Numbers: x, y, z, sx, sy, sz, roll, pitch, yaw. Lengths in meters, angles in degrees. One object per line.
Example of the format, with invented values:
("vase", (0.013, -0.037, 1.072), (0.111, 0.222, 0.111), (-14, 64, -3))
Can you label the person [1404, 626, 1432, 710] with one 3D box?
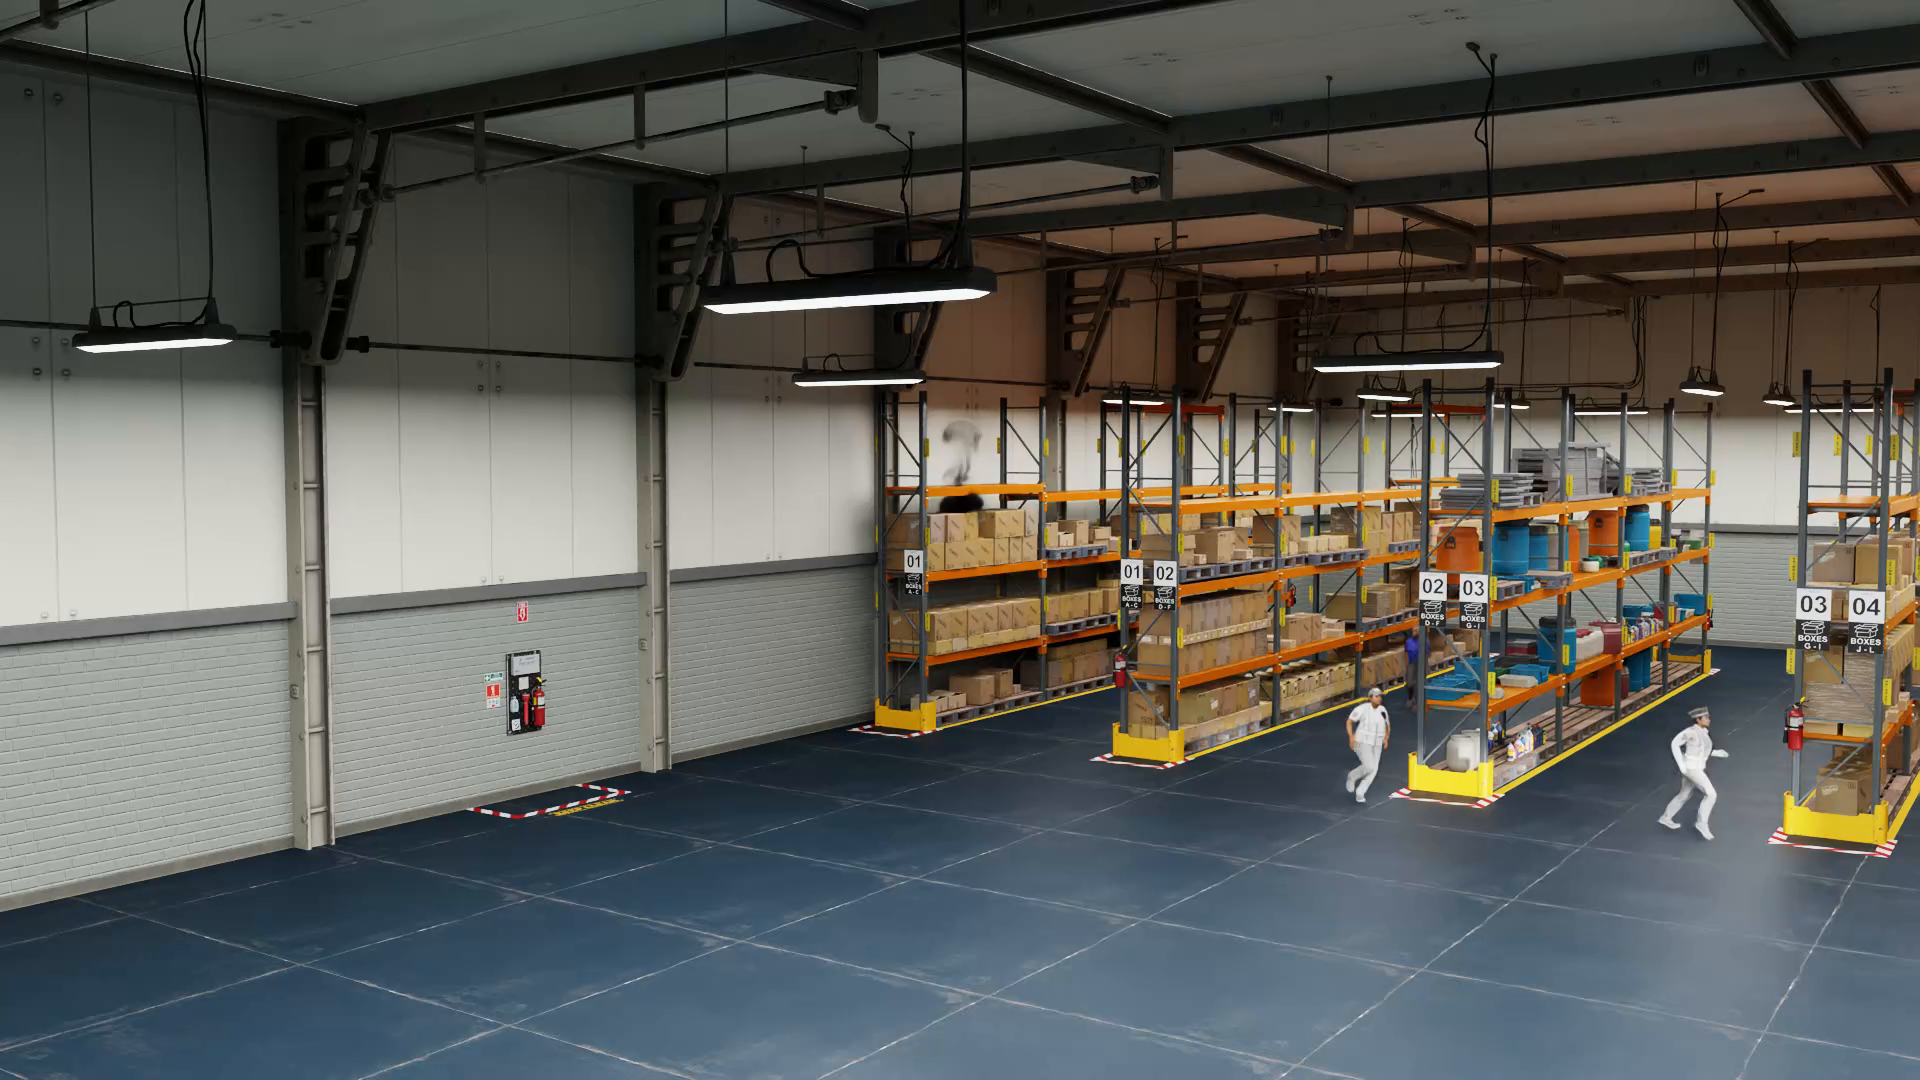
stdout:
("person", (8.656, 2.443, 31.562), (0.560, 1.610, 0.573), (2, 4, 28))

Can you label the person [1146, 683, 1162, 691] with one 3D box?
("person", (3.828, 2.338, 32.450), (0.711, 1.765, 0.880), (2, 4, 28))

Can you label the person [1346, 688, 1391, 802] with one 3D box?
("person", (5.845, 2.900, 23.561), (0.645, 1.595, 0.512), (-1, 3, -16))

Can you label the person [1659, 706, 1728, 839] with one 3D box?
("person", (9.467, 2.988, 21.480), (0.806, 1.709, 0.605), (2, 4, 38))
